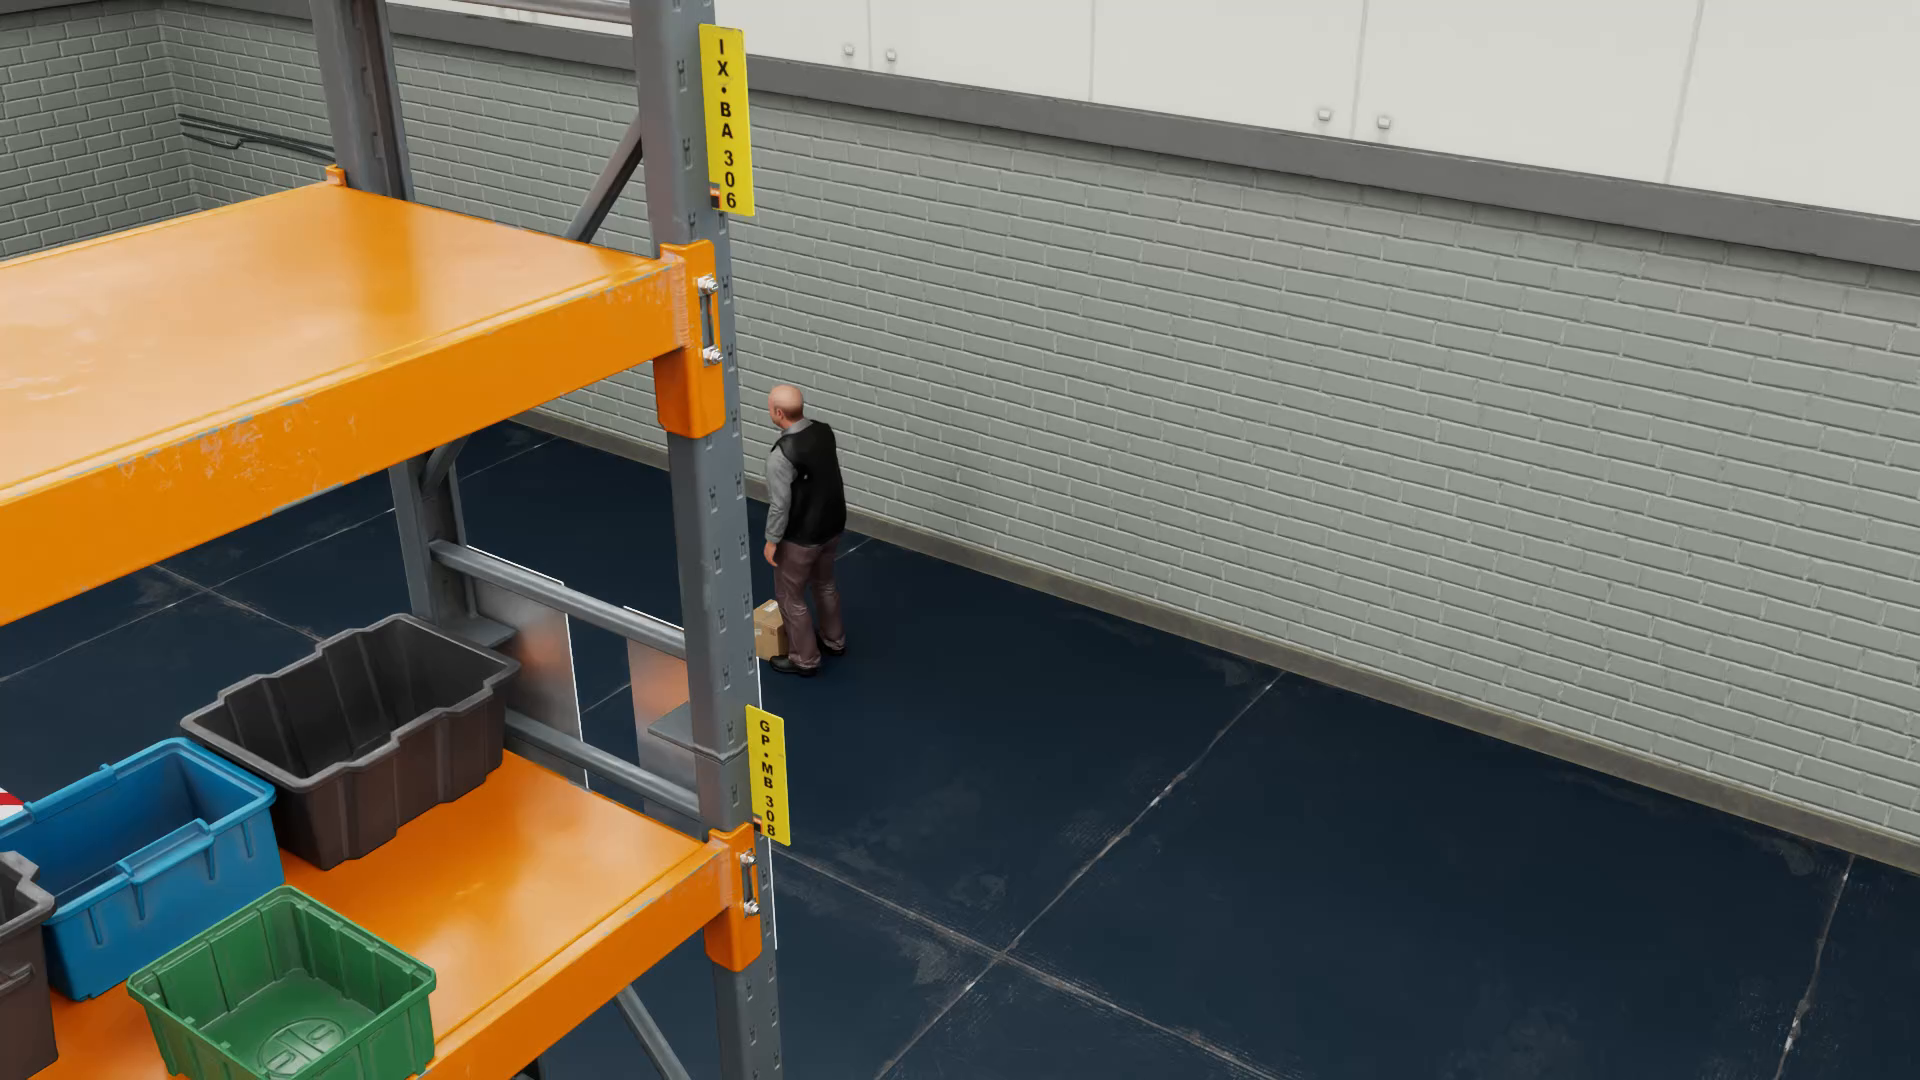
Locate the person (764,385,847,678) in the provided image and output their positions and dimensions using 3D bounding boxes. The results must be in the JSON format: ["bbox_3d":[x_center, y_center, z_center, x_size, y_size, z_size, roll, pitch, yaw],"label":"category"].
[{"bbox_3d":[-0.856,-0.047,9.286,0.411,1.721,0.588,17,31,30],"label":"person"}]
